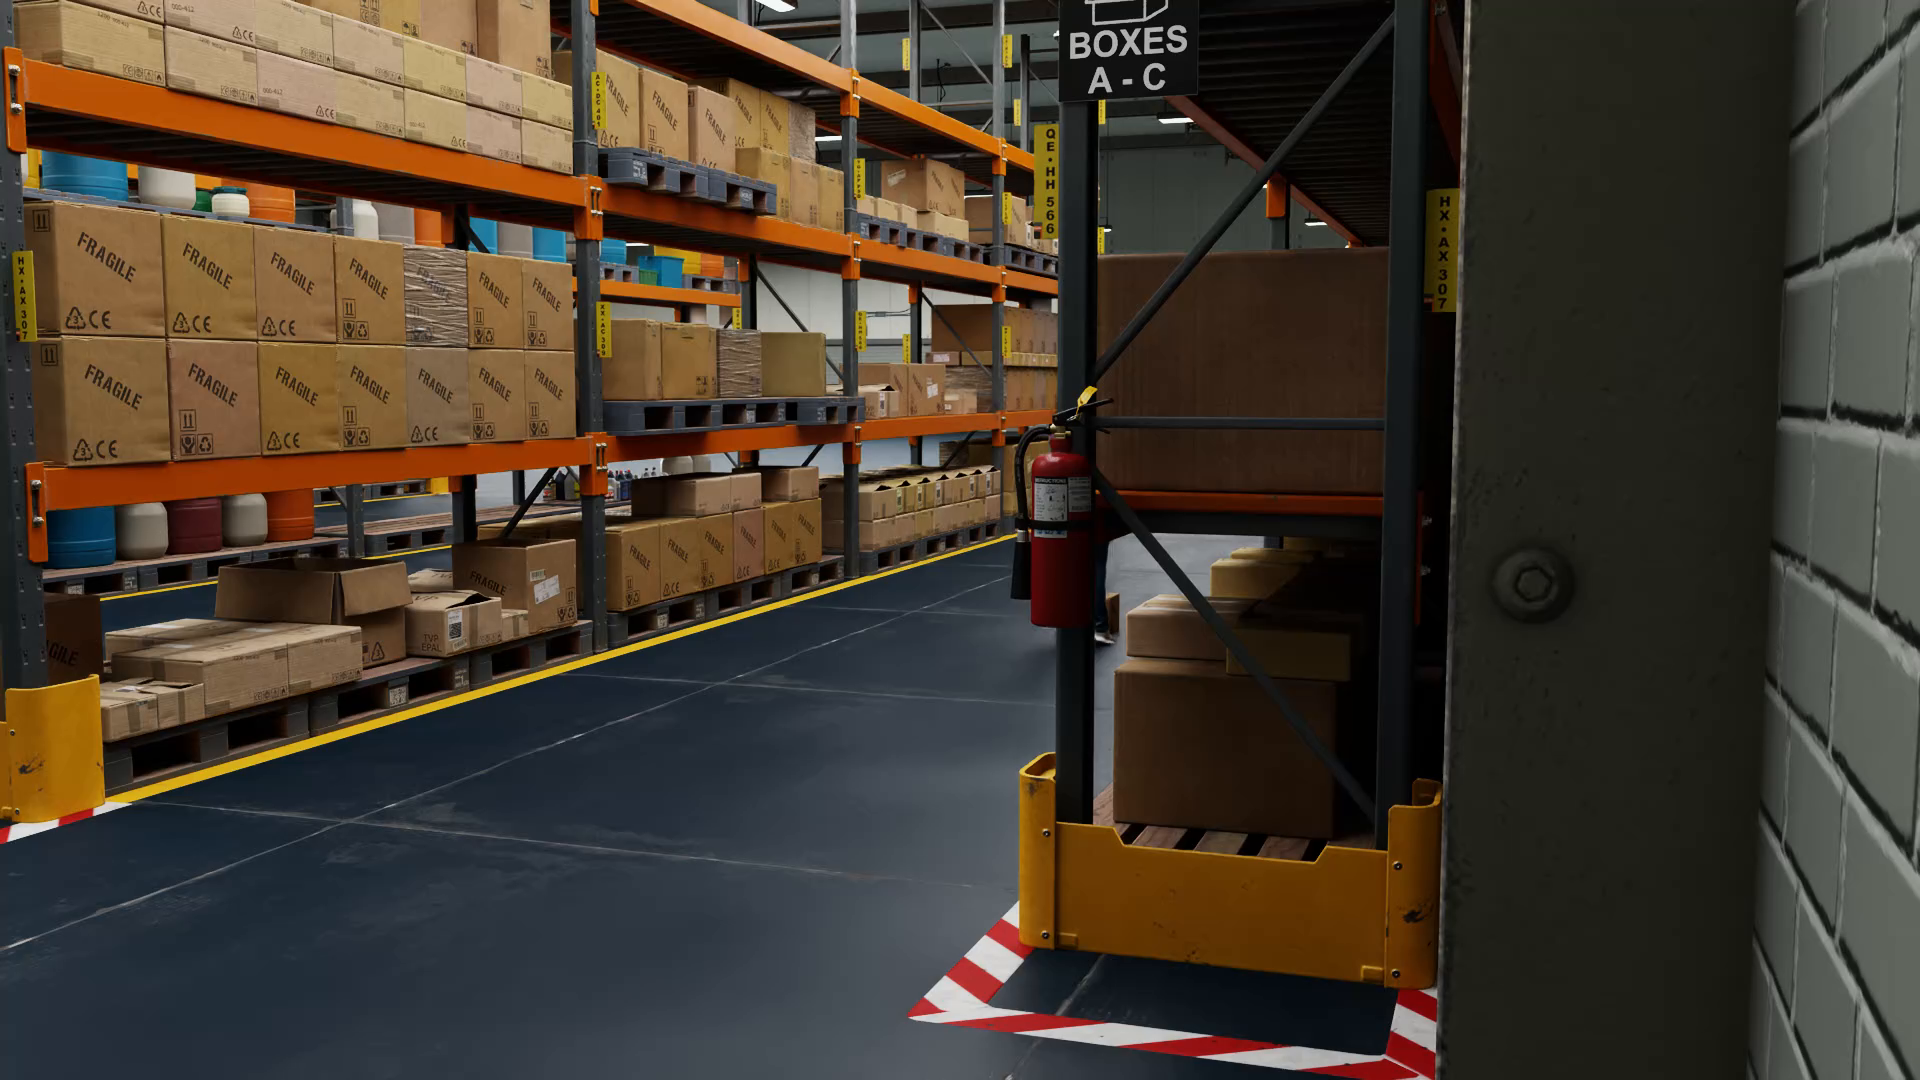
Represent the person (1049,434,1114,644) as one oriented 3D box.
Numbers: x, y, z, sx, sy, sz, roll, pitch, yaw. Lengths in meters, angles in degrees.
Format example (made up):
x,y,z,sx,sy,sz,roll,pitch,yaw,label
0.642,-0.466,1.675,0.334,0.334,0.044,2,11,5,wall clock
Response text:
x,y,z,sx,sy,sz,roll,pitch,yaw,label
0.747,-0.150,10.353,0.428,1.630,0.408,2,6,19,person
